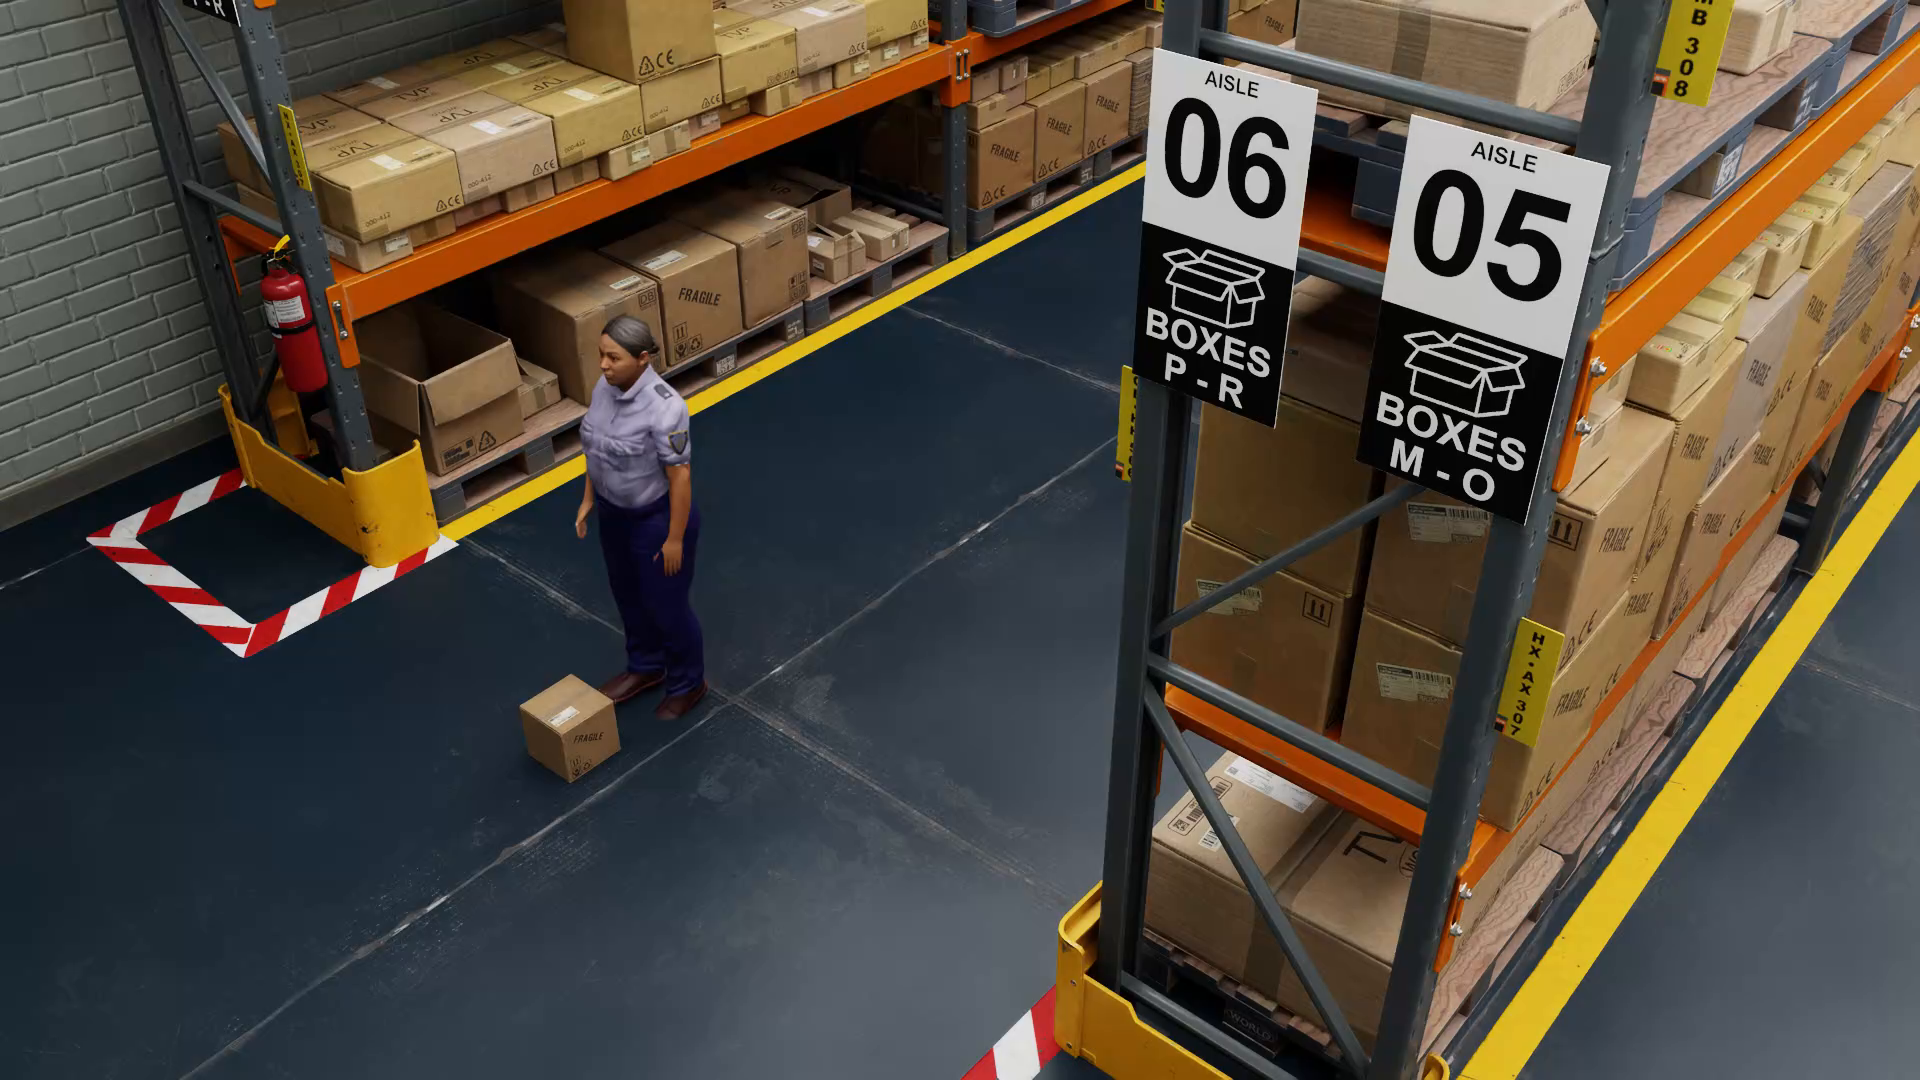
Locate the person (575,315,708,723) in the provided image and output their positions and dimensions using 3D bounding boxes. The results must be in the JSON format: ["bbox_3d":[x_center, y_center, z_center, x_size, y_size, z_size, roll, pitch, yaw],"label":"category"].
[{"bbox_3d":[-1.224,-0.043,6.243,0.422,1.711,0.517,-29,44,-34],"label":"person"}]
